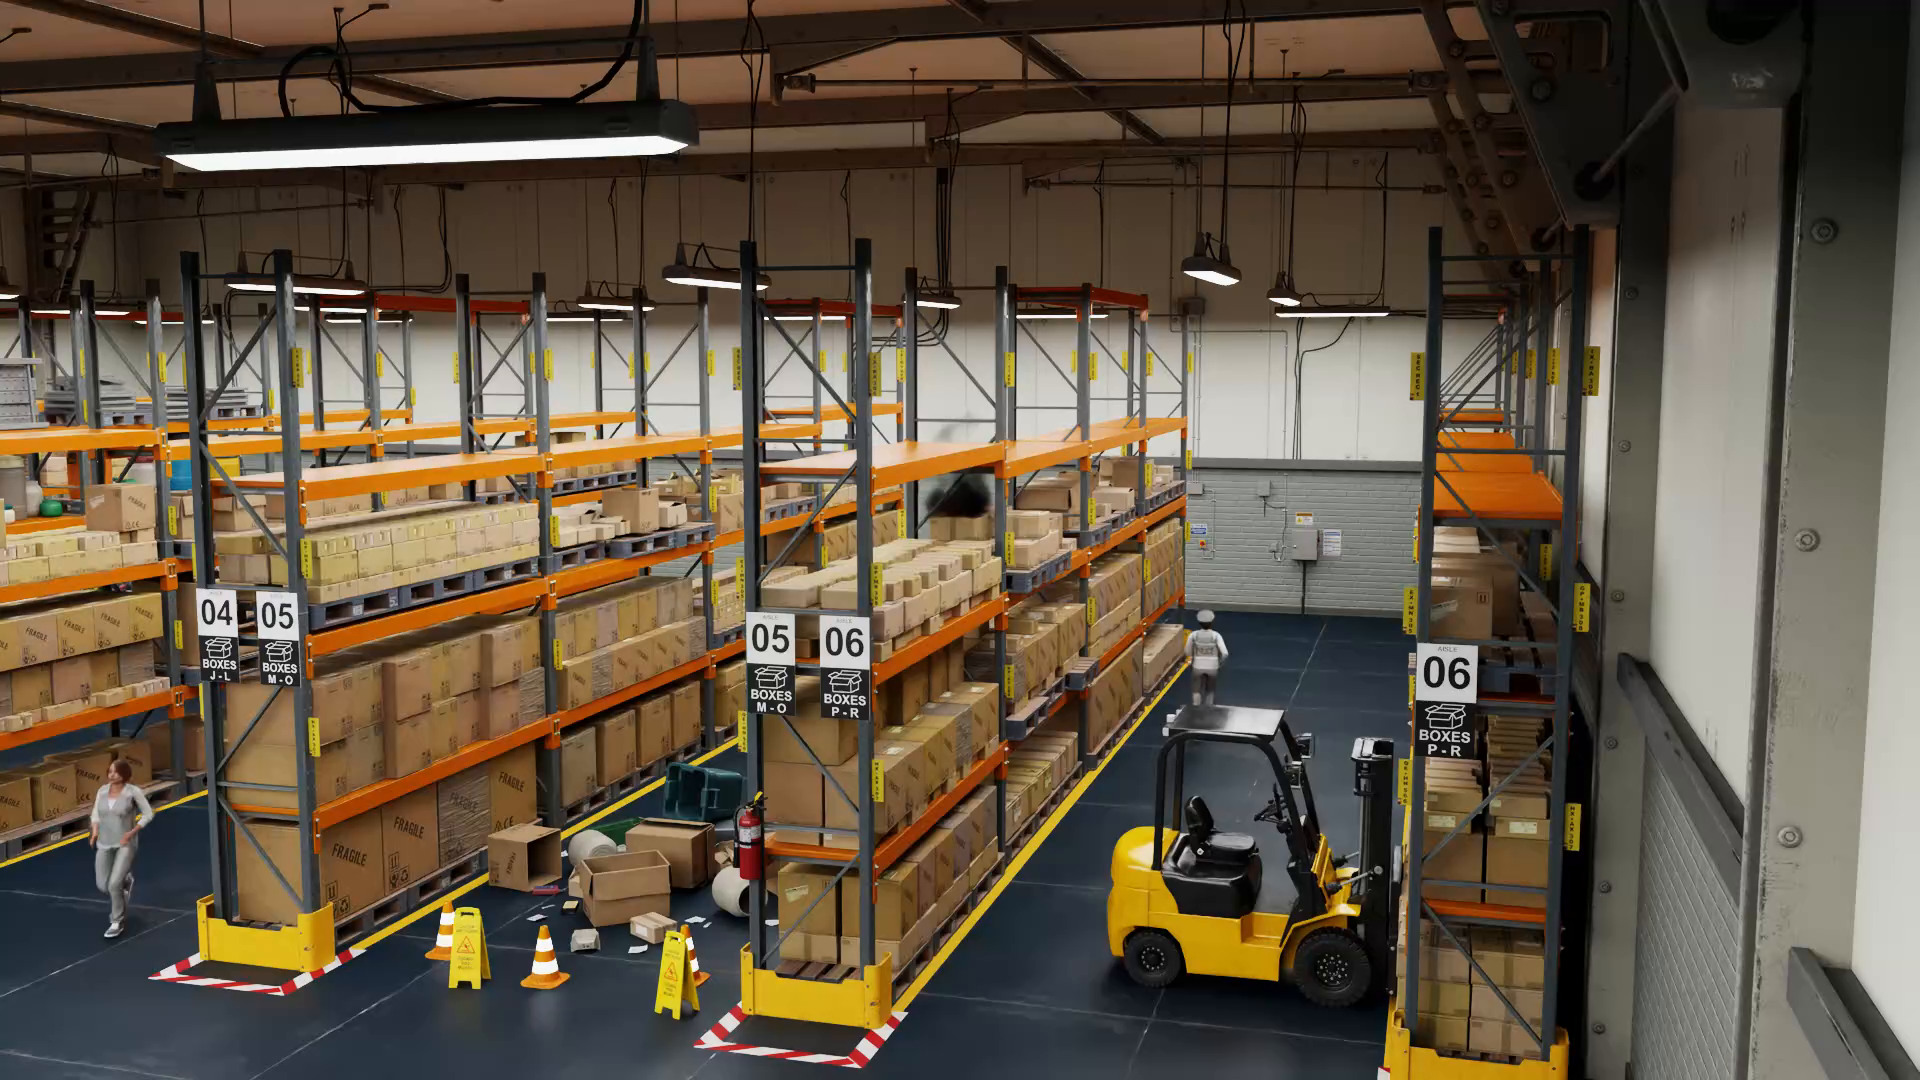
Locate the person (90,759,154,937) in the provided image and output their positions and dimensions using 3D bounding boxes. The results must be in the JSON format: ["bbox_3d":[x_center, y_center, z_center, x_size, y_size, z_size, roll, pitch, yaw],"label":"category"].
[{"bbox_3d":[-7.535,2.735,14.929,0.543,1.535,0.645,0,6,-4],"label":"person"}]

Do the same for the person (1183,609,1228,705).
[{"bbox_3d":[3.383,1.782,22.918,0.620,1.652,0.687,1,7,12],"label":"person"}]
